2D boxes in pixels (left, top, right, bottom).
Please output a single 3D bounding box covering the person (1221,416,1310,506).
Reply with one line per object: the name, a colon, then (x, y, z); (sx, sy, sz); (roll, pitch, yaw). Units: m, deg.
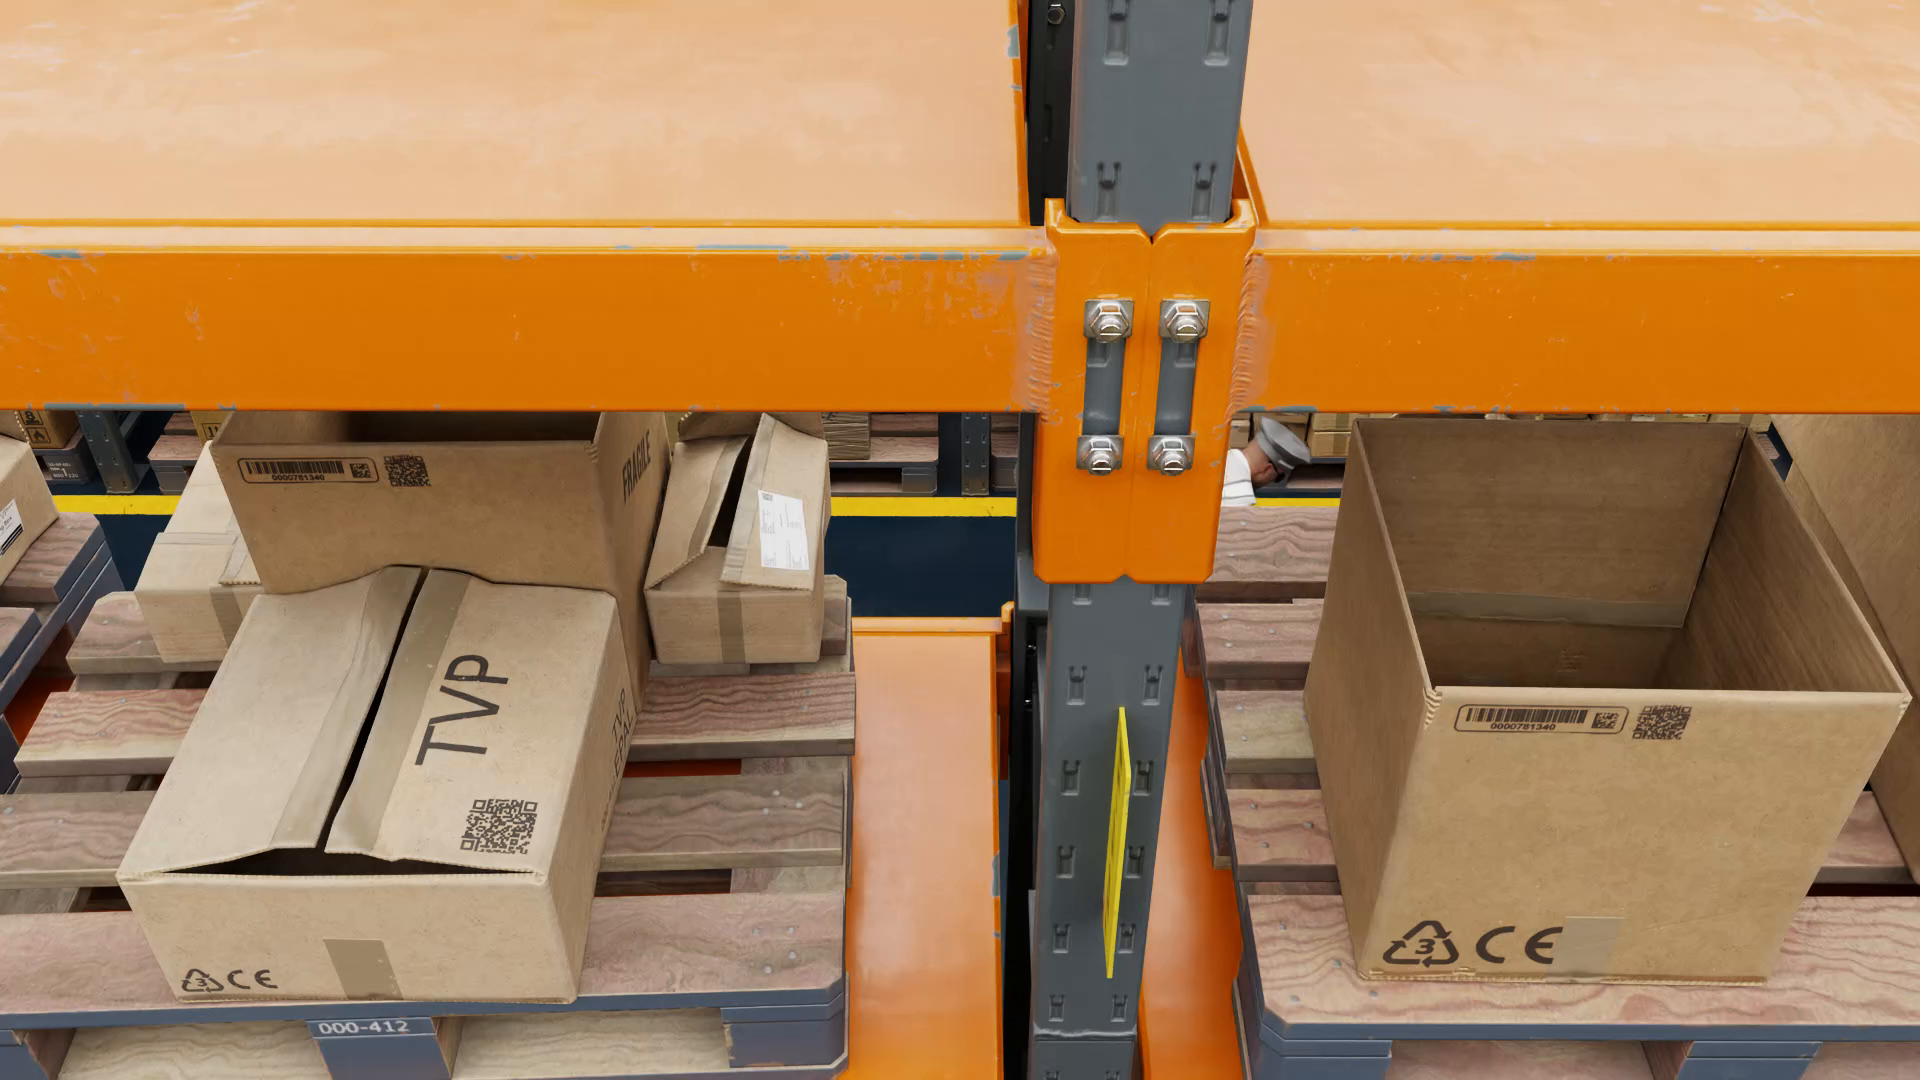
person: (0.926, 0.017, 6.710); (0.936, 1.030, 0.534); (-7, 40, -8)
